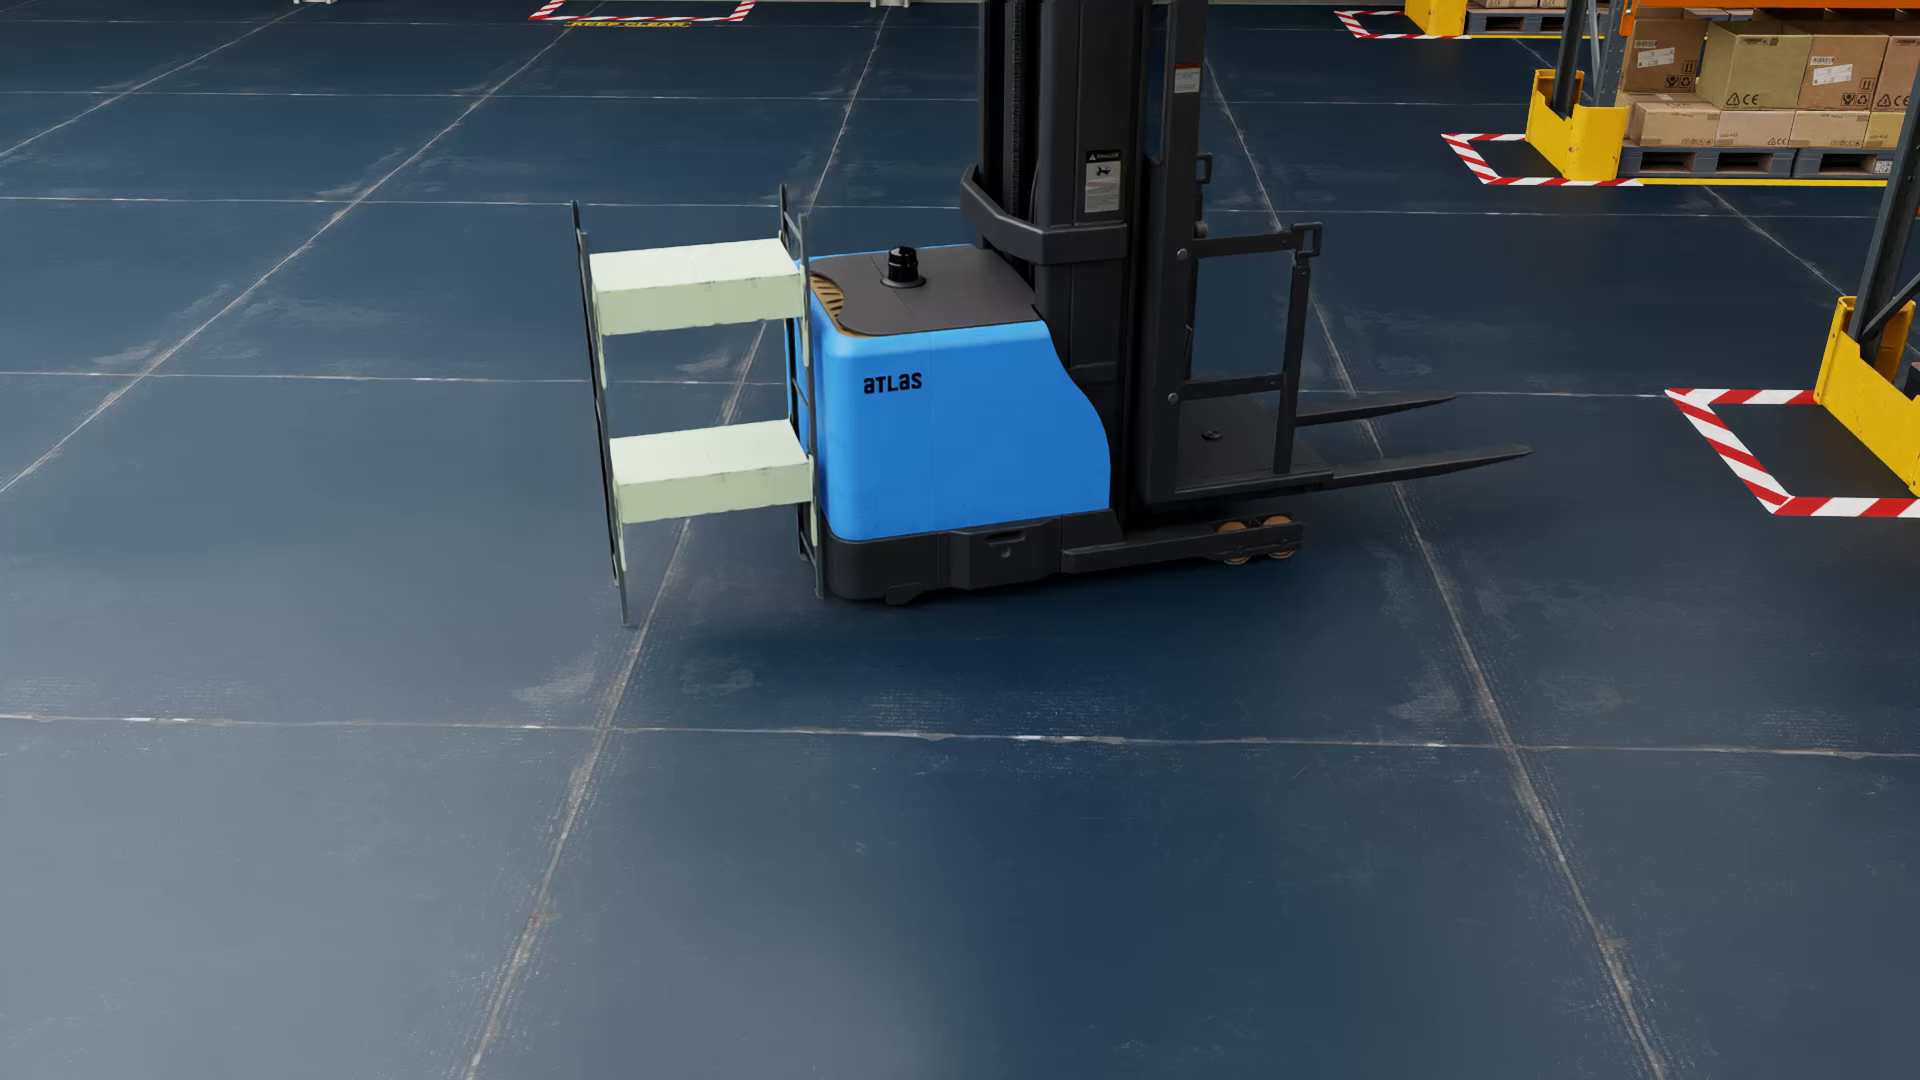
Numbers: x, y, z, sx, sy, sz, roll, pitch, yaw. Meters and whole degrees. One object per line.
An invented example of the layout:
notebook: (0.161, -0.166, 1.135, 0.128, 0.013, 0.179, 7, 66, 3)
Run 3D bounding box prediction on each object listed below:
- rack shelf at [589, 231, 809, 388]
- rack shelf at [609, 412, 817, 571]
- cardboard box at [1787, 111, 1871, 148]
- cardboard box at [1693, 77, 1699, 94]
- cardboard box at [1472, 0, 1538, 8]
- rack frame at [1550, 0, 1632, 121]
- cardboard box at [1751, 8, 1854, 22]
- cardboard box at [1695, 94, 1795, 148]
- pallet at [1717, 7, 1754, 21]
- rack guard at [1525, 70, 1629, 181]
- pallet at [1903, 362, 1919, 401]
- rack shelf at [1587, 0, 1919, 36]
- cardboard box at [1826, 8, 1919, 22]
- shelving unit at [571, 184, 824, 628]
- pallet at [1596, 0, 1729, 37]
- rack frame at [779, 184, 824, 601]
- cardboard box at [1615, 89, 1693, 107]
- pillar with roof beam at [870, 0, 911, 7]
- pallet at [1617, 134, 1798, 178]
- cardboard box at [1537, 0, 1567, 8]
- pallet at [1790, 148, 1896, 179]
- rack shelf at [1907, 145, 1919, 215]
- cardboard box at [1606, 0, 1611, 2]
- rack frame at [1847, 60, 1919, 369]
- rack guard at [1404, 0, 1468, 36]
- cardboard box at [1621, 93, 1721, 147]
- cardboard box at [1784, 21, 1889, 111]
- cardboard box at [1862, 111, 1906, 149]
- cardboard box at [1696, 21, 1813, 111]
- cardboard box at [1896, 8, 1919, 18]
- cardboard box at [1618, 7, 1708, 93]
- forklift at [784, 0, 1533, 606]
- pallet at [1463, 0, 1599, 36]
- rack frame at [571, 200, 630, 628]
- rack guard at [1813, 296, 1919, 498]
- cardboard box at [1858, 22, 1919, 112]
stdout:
rack shelf: (-0.934, -0.821, 5.864, 0.720, 0.370, 0.431, -8, 29, -14)
rack shelf: (-0.934, -0.188, 6.200, 0.720, 0.370, 0.431, -8, 29, -14)
cardboard box: (5.906, -2.898, 11.502, 0.500, 0.250, 0.500, 1, 28, 2)
cardboard box: (5.425, -3.153, 11.982, 0.500, 0.250, 0.500, 1, 28, 2)
cardboard box: (5.238, -5.327, 15.997, 0.500, 0.311, 0.500, -2, 28, -4)
rack frame: (4.378, -4.055, 11.198, 0.127, 3.000, 1.000, 1, 28, 2)
cardboard box: (5.925, -3.478, 11.795, 0.500, 0.500, 0.500, 1, 28, 2)
cardboard box: (5.406, -2.907, 11.518, 0.500, 0.250, 0.500, 1, 28, 2)
pallet: (7.875, -5.071, 16.090, 1.213, 0.211, 1.003, 1, 28, 2)
rack guard: (4.354, -2.951, 11.784, 0.348, 0.500, 1.175, 1, 28, 2)
pallet: (5.089, -0.510, 7.486, 1.213, 0.211, 1.003, 1, 28, 2)
rack shelf: (6.377, -3.705, 11.304, 4.000, 0.370, 1.077, 1, 28, 2)
cardboard box: (6.424, -3.469, 11.779, 0.500, 0.500, 0.500, 1, 28, 2)
shelving unit: (-0.934, -0.476, 6.047, 0.755, 1.500, 0.431, -8, 29, -14)
pallet: (6.652, -5.089, 16.125, 1.213, 0.211, 1.003, 1, 28, 2)
rack frame: (-0.582, -0.523, 6.136, 0.023, 1.500, 0.400, -8, 29, -14)
cardboard box: (4.925, -3.156, 11.987, 0.500, 0.250, 0.500, 1, 28, 2)
pillar with roof beam: (-0.869, -7.502, 11.294, 0.400, 9.000, 9.100, 1, 28, 2)
pallet: (5.144, -2.830, 11.864, 1.213, 0.211, 1.003, 1, 28, 2)
cardboard box: (5.808, -5.318, 15.980, 0.500, 0.311, 0.500, 3, 28, 6)
pallet: (6.360, -2.809, 11.823, 1.213, 0.211, 1.003, 1, 28, 2)
rack shelf: (6.199, -1.386, 6.930, 4.000, 0.370, 1.077, 1, 28, 2)
cardboard box: (6.539, -5.366, 15.868, 0.500, 0.500, 0.700, -1, 28, -1)
rack frame: (4.200, -1.737, 6.824, 0.127, 3.000, 1.000, 1, 28, 2)
rack guard: (4.625, -5.269, 16.155, 0.348, 0.500, 1.175, 1, 28, 2)
cardboard box: (4.907, -2.913, 11.530, 0.500, 0.250, 0.500, 1, 28, 2)
cardboard box: (5.906, -3.235, 11.336, 0.500, 0.500, 0.500, 1, 28, 2)
cardboard box: (6.406, -2.888, 11.482, 0.500, 0.250, 0.500, 1, 28, 2)
cardboard box: (5.406, -3.237, 11.341, 0.500, 0.500, 0.500, 1, 28, 2)
cardboard box: (6.924, -3.462, 11.765, 0.500, 0.500, 0.500, 1, 28, 2)
cardboard box: (4.925, -3.488, 11.814, 0.500, 0.500, 0.500, 1, 28, 2)
forklift: (0.861, -1.427, 6.312, 3.031, 2.935, 1.130, -8, 29, -14)
pallet: (5.436, -5.111, 16.166, 1.213, 0.211, 1.003, 1, 28, 2)
rack frame: (-1.286, -0.429, 5.959, 0.023, 1.500, 0.400, -8, 29, -14)
rack guard: (4.277, -0.653, 7.449, 0.348, 0.500, 1.175, 1, 28, 2)
cardboard box: (6.405, -3.218, 11.305, 0.500, 0.500, 0.500, 1, 28, 2)
